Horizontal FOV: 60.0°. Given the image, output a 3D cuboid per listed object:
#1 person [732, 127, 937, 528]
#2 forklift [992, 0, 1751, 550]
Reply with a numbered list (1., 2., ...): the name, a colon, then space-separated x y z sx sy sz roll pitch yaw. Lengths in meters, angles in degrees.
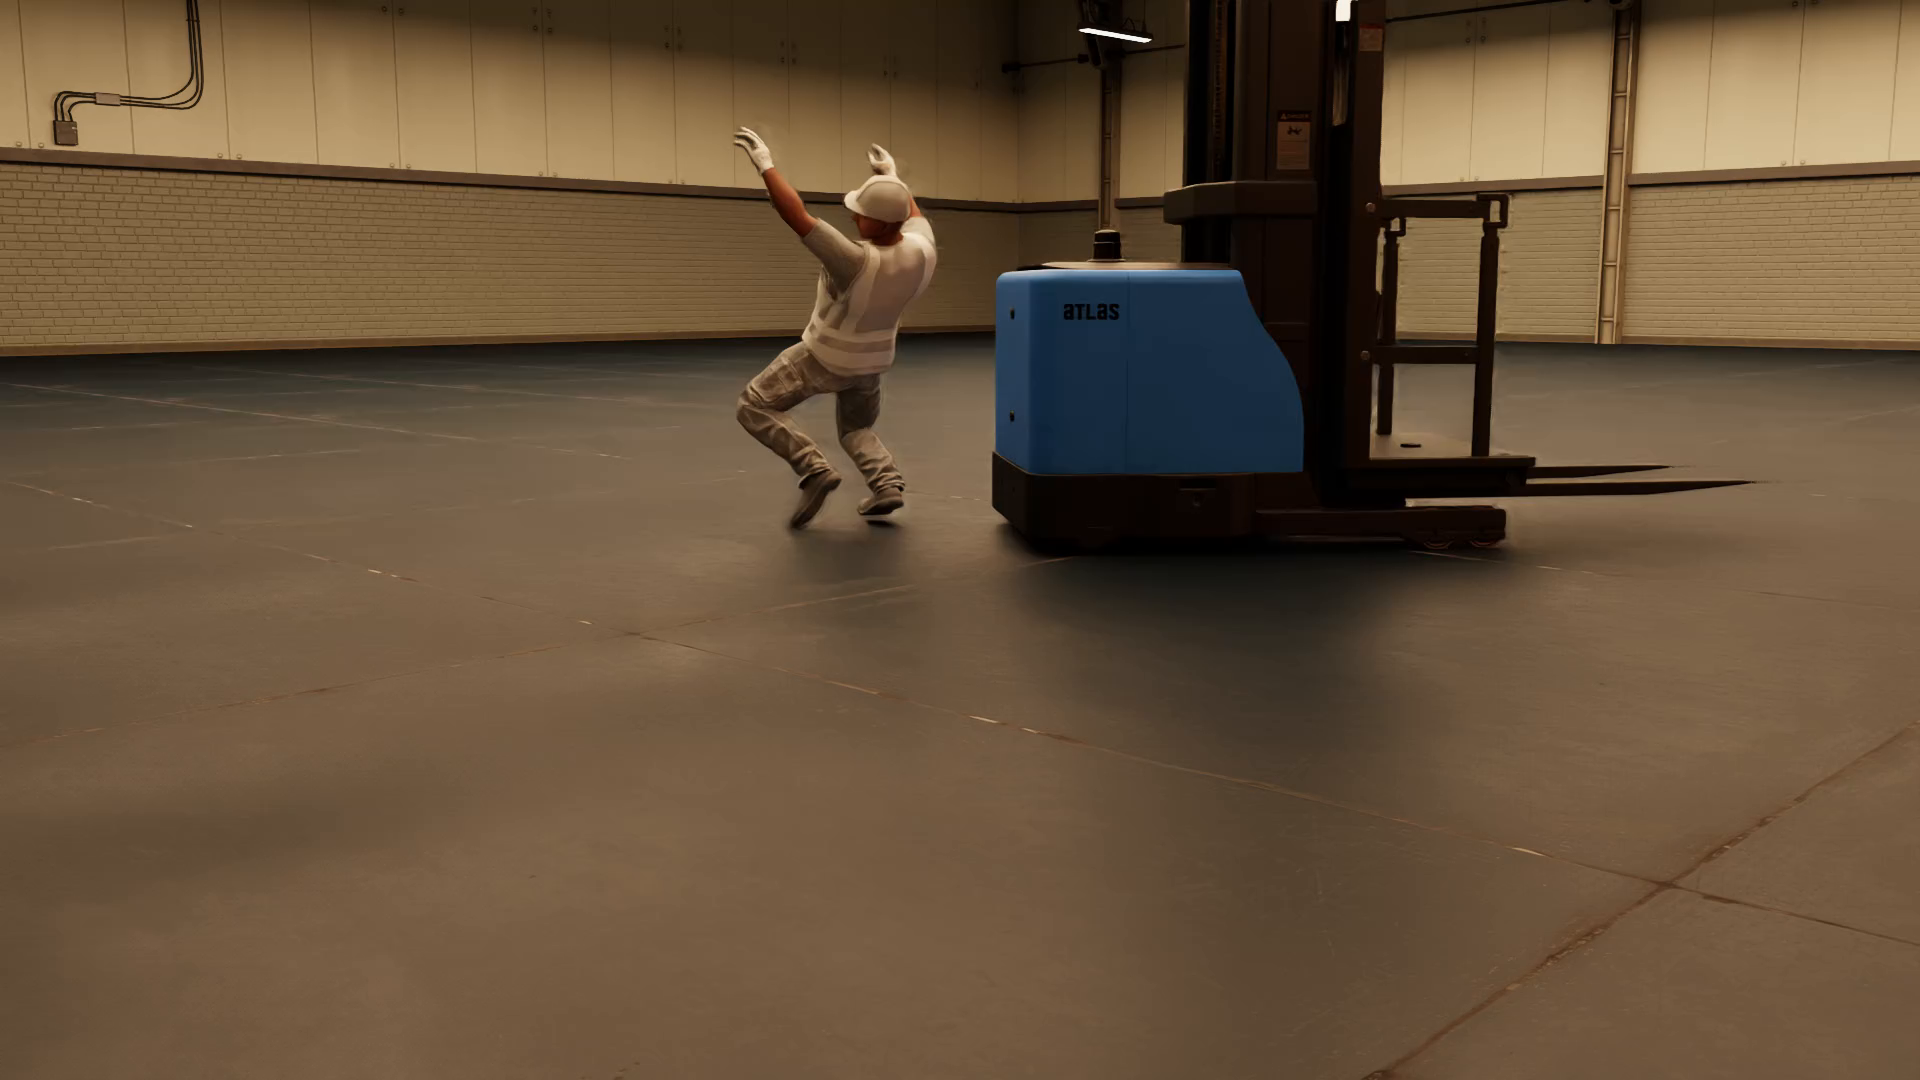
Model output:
1. person: -0.515 -0.873 7.012 0.994 1.650 0.771 -8 12 -44
2. forklift: 1.696 -1.487 6.752 3.031 2.935 1.130 -1 9 -7
